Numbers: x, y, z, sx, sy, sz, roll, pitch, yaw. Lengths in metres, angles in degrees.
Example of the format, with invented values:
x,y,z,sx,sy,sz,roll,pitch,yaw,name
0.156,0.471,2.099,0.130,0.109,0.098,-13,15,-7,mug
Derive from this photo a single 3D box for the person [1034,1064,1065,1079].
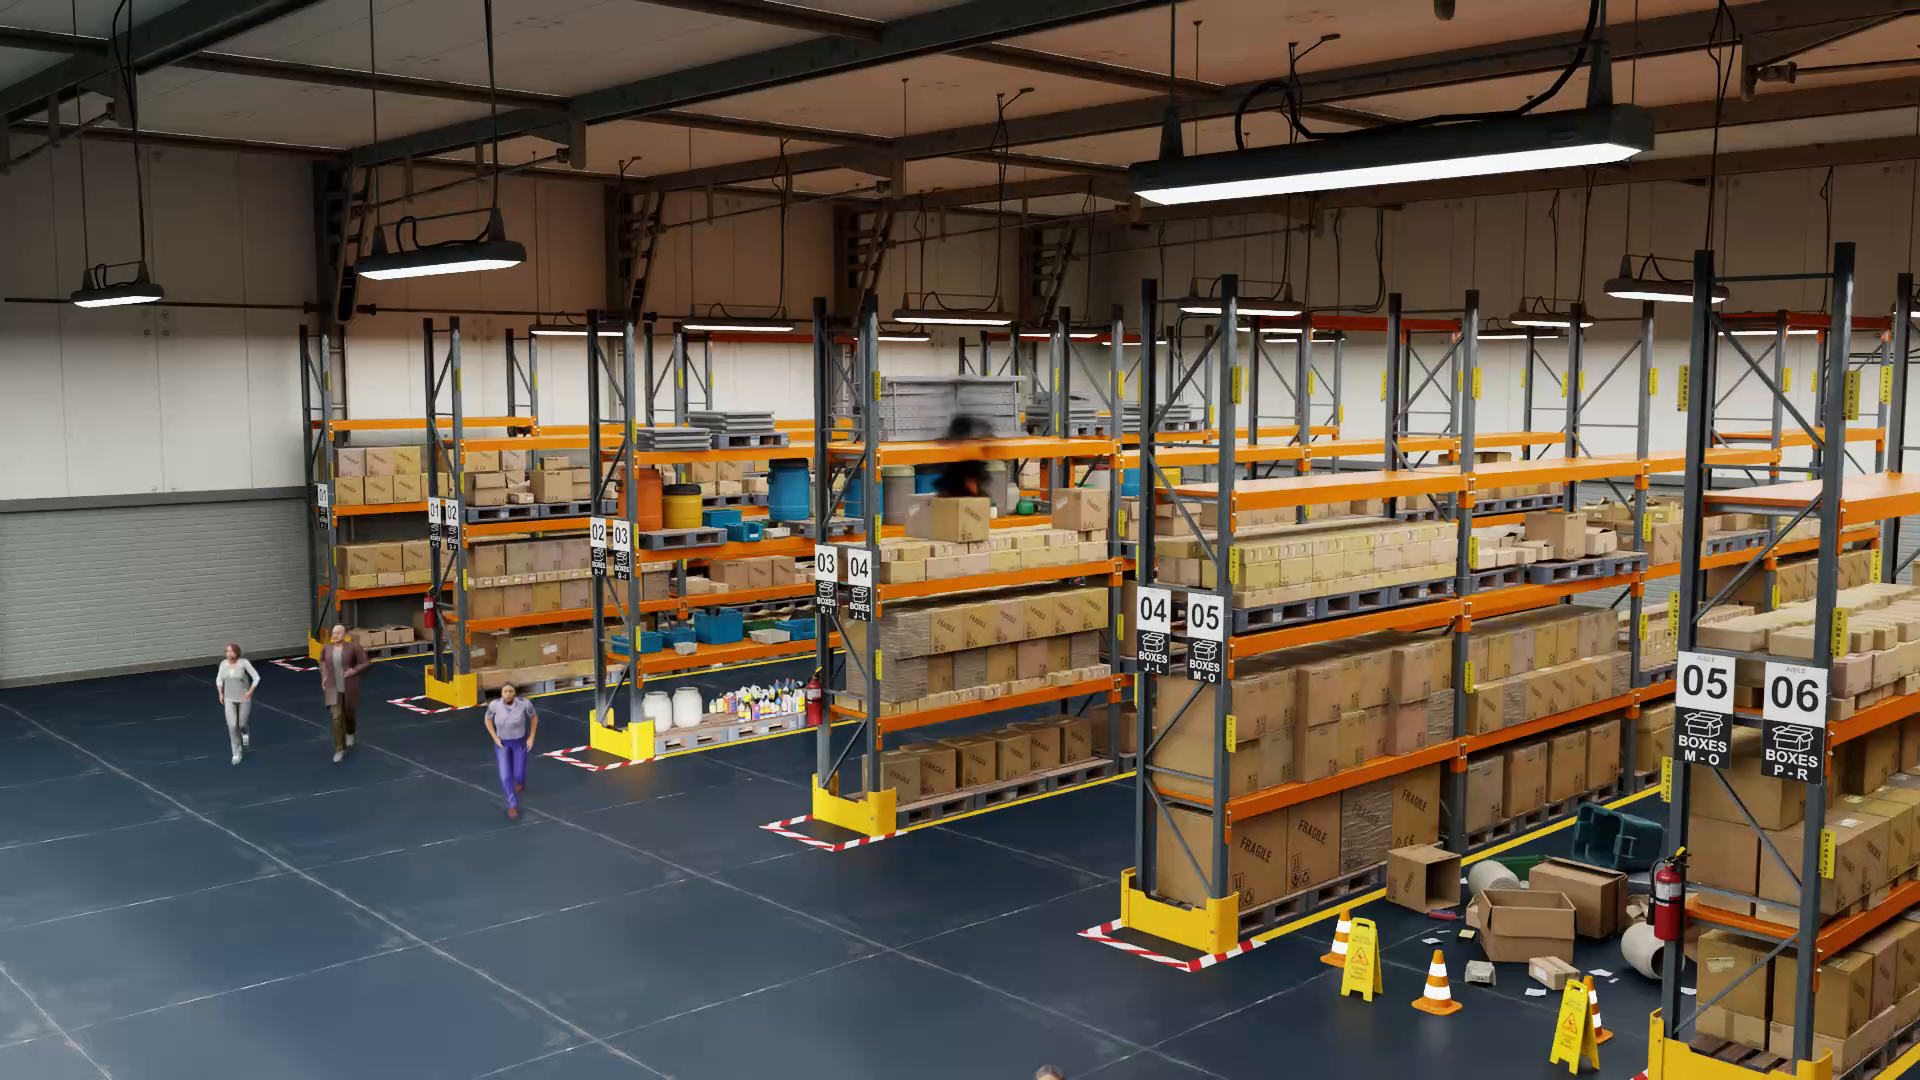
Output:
x,y,z,sx,sy,sz,roll,pitch,yaw,name
0.475,3.503,8.511,0.624,1.624,0.537,0,6,3,person

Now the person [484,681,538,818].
x,y,z,sx,sy,sz,roll,pitch,yaw,name
-5.272,2.428,19.584,0.604,1.611,0.709,-1,6,-8,person

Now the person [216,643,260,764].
x,y,z,sx,sy,sz,roll,pitch,yaw,name
-9.629,2.150,22.219,0.555,1.602,0.659,-1,6,-9,person

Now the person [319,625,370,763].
x,y,z,sx,sy,sz,roll,pitch,yaw,name
-8.290,2.025,22.390,0.693,1.789,0.973,-1,6,-10,person
